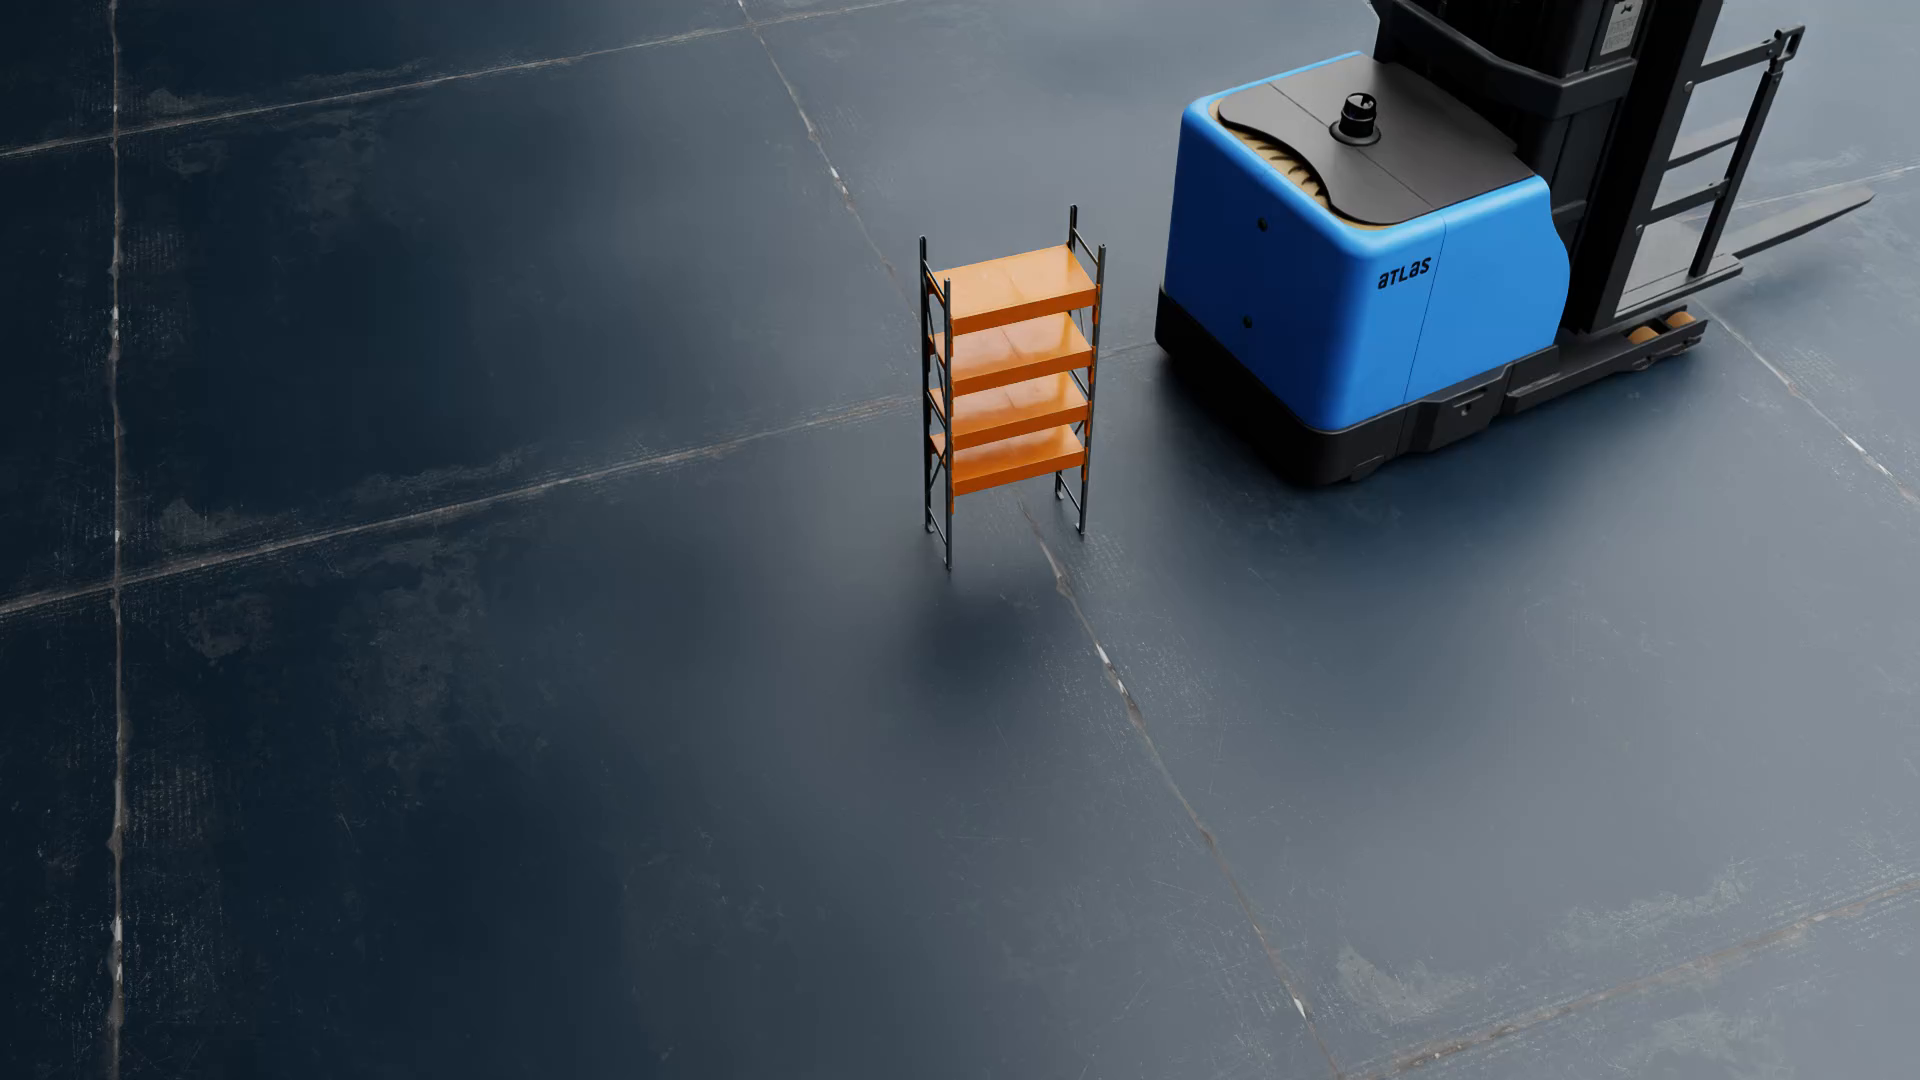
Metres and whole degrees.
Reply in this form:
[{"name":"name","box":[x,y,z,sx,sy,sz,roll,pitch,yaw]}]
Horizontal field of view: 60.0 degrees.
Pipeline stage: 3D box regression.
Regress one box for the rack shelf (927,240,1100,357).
[{"name":"rack shelf","box":[0.156,-0.741,5.086,0.480,0.148,0.258,-14,47,-14]}]

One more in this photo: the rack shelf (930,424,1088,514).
[{"name":"rack shelf","box":[0.156,-0.276,5.553,0.480,0.148,0.258,-14,47,-14]}]

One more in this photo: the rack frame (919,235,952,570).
[{"name":"rack frame","box":[-0.074,-0.405,5.306,0.015,1.200,0.240,-14,47,-14]}]

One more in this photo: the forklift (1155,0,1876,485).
[{"name":"forklift","box":[2.294,-1.994,5.668,3.031,2.935,1.130,-21,49,-20]}]

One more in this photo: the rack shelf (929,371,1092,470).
[{"name":"rack shelf","box":[0.156,-0.416,5.412,0.480,0.148,0.258,-14,47,-14]}]

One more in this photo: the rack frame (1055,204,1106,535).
[{"name":"rack frame","box":[0.385,-0.522,5.423,0.015,1.200,0.240,-14,47,-14]}]

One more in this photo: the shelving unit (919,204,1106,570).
[{"name":"shelving unit","box":[0.156,-0.463,5.365,0.503,1.200,0.258,-14,47,-14]}]

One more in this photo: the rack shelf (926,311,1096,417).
[{"name":"rack shelf","box":[0.156,-0.574,5.254,0.480,0.148,0.258,-14,47,-14]}]
